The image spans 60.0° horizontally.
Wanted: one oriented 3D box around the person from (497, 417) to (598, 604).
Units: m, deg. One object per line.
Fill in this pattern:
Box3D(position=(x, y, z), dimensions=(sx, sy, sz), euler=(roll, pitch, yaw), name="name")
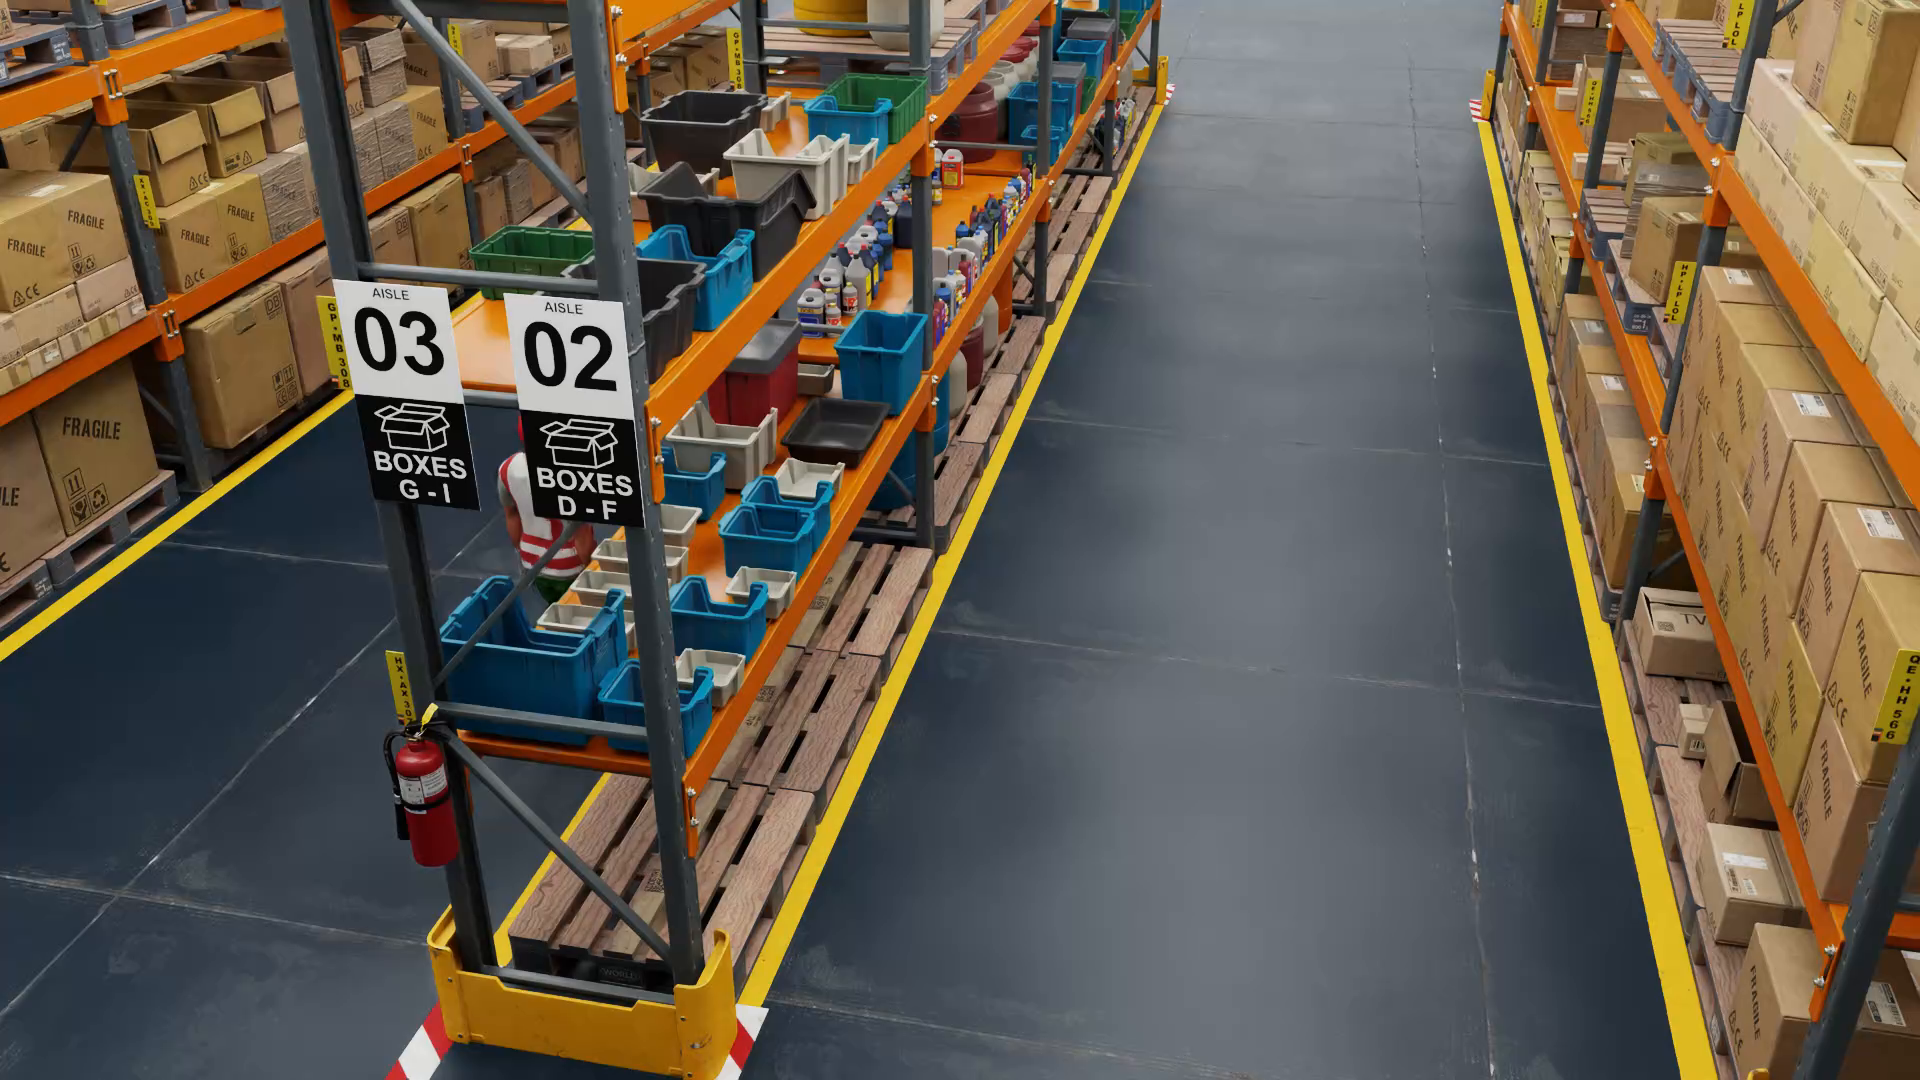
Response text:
Box3D(position=(-2.016, 0.128, 8.312), dimensions=(0.530, 1.781, 0.540), euler=(16, 32, 27), name="person")
